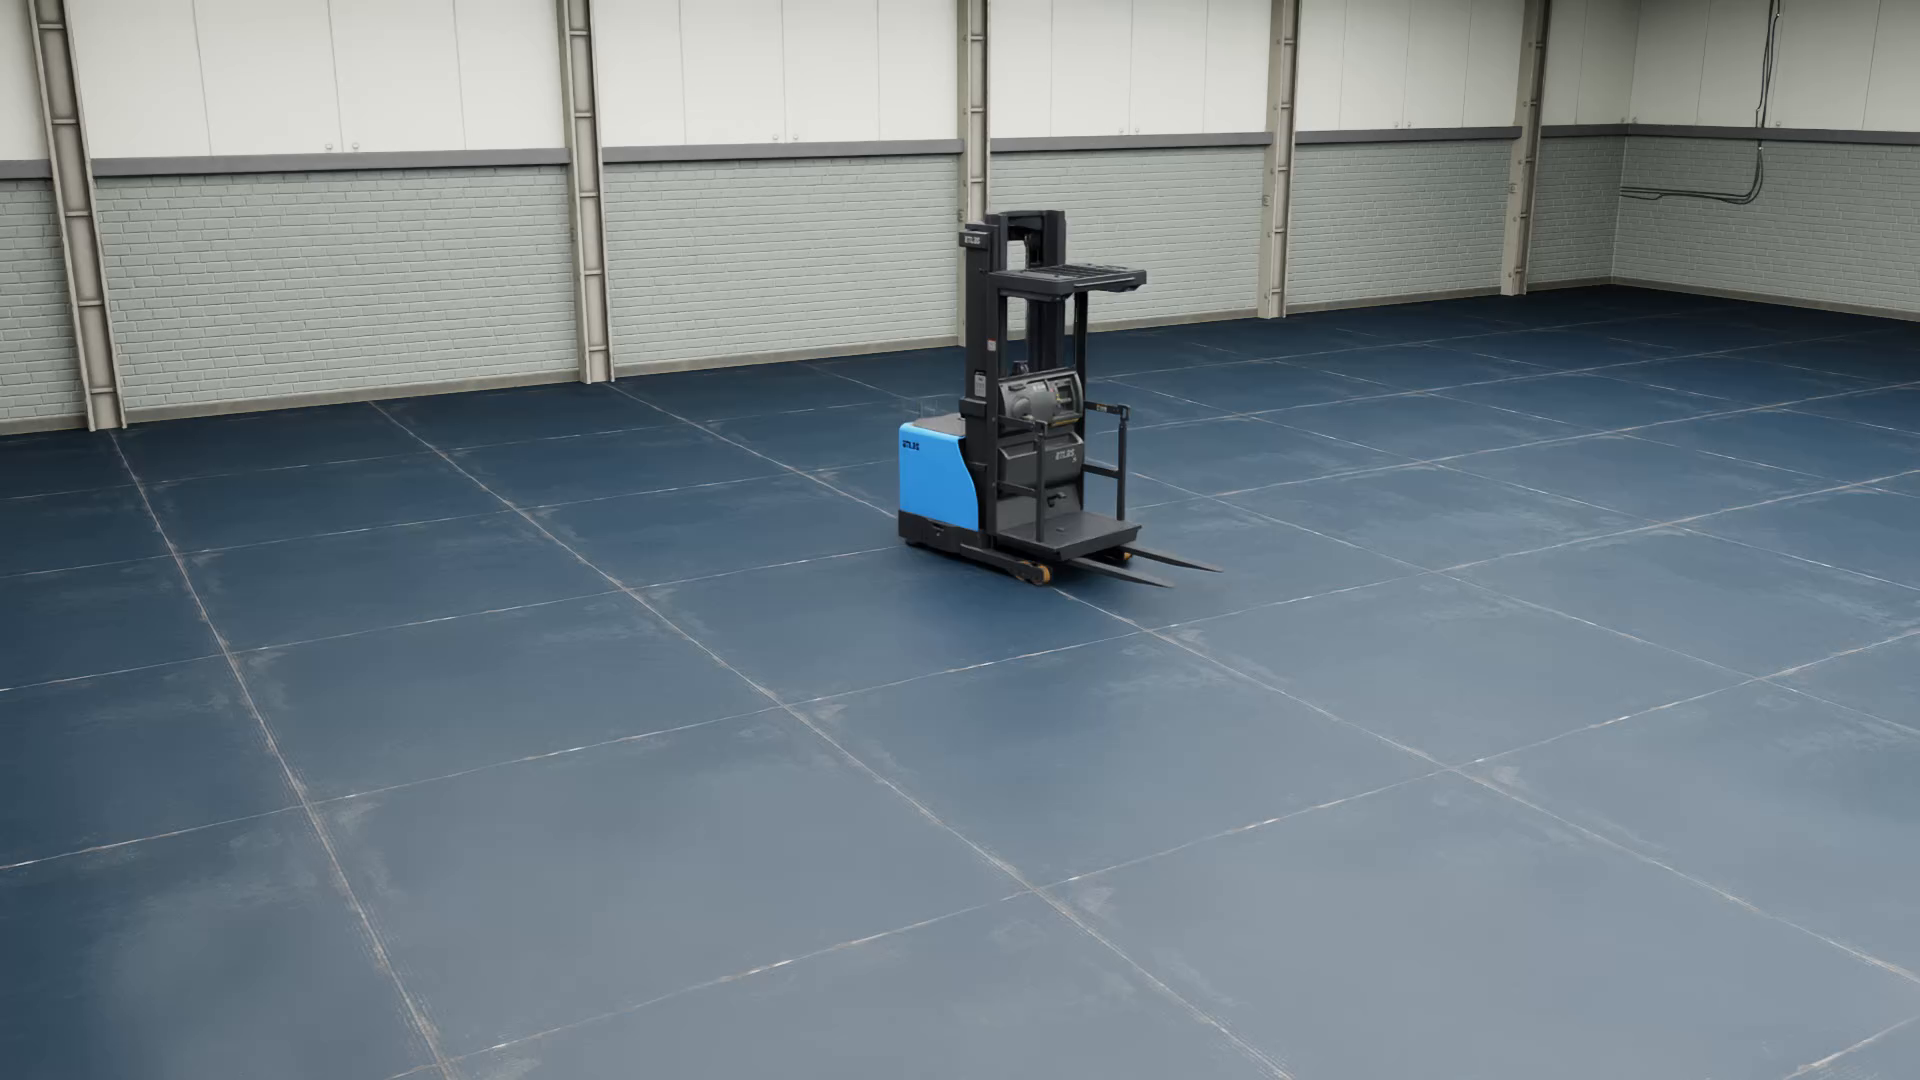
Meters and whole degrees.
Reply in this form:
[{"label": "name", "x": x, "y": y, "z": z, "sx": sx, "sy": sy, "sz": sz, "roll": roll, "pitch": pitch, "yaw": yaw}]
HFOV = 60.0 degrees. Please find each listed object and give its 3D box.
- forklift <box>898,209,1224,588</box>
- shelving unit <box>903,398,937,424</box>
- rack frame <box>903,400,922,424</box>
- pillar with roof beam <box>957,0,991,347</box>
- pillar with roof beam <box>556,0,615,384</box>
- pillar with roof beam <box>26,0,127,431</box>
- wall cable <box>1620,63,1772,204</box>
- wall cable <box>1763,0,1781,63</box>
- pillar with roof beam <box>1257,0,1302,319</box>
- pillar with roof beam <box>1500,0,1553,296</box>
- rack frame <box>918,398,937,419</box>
[{"label": "forklift", "x": 0.827, "y": -1.193, "z": 13.736, "sx": 1.130, "sy": 2.935, "sz": 3.031, "roll": -14, "pitch": 21, "yaw": -41}, {"label": "shelving unit", "x": -0.360, "y": -0.673, "z": 15.087, "sx": 0.189, "sy": 1.200, "sz": 0.258, "roll": -15, "pitch": 22, "yaw": -43}, {"label": "rack frame", "x": -0.425, "y": -0.656, "z": 15.025, "sx": 0.006, "sy": 1.200, "sz": 0.240, "roll": -15, "pitch": 22, "yaw": -43}, {"label": "pillar with roof beam", "x": 2.421, "y": -6.338, "z": 20.848, "sx": 0.400, "sy": 9.000, "sz": 9.100, "roll": -9, "pitch": 18, "yaw": -30}, {"label": "pillar with roof beam", "x": -2.722, "y": -5.504, "z": 17.873, "sx": 0.400, "sy": 9.000, "sz": 9.100, "roll": -9, "pitch": 18, "yaw": -30}, {"label": "pillar with roof beam", "x": -7.865, "y": -4.670, "z": 14.897, "sx": 0.400, "sy": 9.000, "sz": 9.100, "roll": -9, "pitch": 18, "yaw": -30}, {"label": "wall cable", "x": 13.696, "y": -7.611, "z": 31.141, "sx": 0.112, "sy": 2.526, "sz": 3.097, "roll": -9, "pitch": 18, "yaw": -30}, {"label": "wall cable", "x": 15.090, "y": -9.416, "z": 28.226, "sx": 0.112, "sy": 2.526, "sz": 3.097, "roll": -9, "pitch": 18, "yaw": -30}, {"label": "pillar with roof beam", "x": 7.564, "y": -7.172, "z": 23.823, "sx": 0.400, "sy": 9.000, "sz": 9.100, "roll": -9, "pitch": 18, "yaw": -30}, {"label": "pillar with roof beam", "x": 12.707, "y": -8.006, "z": 26.799, "sx": 0.400, "sy": 9.000, "sz": 9.100, "roll": -9, "pitch": 18, "yaw": -30}, {"label": "rack frame", "x": -0.295, "y": -0.690, "z": 15.149, "sx": 0.006, "sy": 1.200, "sz": 0.240, "roll": -15, "pitch": 22, "yaw": -43}]
